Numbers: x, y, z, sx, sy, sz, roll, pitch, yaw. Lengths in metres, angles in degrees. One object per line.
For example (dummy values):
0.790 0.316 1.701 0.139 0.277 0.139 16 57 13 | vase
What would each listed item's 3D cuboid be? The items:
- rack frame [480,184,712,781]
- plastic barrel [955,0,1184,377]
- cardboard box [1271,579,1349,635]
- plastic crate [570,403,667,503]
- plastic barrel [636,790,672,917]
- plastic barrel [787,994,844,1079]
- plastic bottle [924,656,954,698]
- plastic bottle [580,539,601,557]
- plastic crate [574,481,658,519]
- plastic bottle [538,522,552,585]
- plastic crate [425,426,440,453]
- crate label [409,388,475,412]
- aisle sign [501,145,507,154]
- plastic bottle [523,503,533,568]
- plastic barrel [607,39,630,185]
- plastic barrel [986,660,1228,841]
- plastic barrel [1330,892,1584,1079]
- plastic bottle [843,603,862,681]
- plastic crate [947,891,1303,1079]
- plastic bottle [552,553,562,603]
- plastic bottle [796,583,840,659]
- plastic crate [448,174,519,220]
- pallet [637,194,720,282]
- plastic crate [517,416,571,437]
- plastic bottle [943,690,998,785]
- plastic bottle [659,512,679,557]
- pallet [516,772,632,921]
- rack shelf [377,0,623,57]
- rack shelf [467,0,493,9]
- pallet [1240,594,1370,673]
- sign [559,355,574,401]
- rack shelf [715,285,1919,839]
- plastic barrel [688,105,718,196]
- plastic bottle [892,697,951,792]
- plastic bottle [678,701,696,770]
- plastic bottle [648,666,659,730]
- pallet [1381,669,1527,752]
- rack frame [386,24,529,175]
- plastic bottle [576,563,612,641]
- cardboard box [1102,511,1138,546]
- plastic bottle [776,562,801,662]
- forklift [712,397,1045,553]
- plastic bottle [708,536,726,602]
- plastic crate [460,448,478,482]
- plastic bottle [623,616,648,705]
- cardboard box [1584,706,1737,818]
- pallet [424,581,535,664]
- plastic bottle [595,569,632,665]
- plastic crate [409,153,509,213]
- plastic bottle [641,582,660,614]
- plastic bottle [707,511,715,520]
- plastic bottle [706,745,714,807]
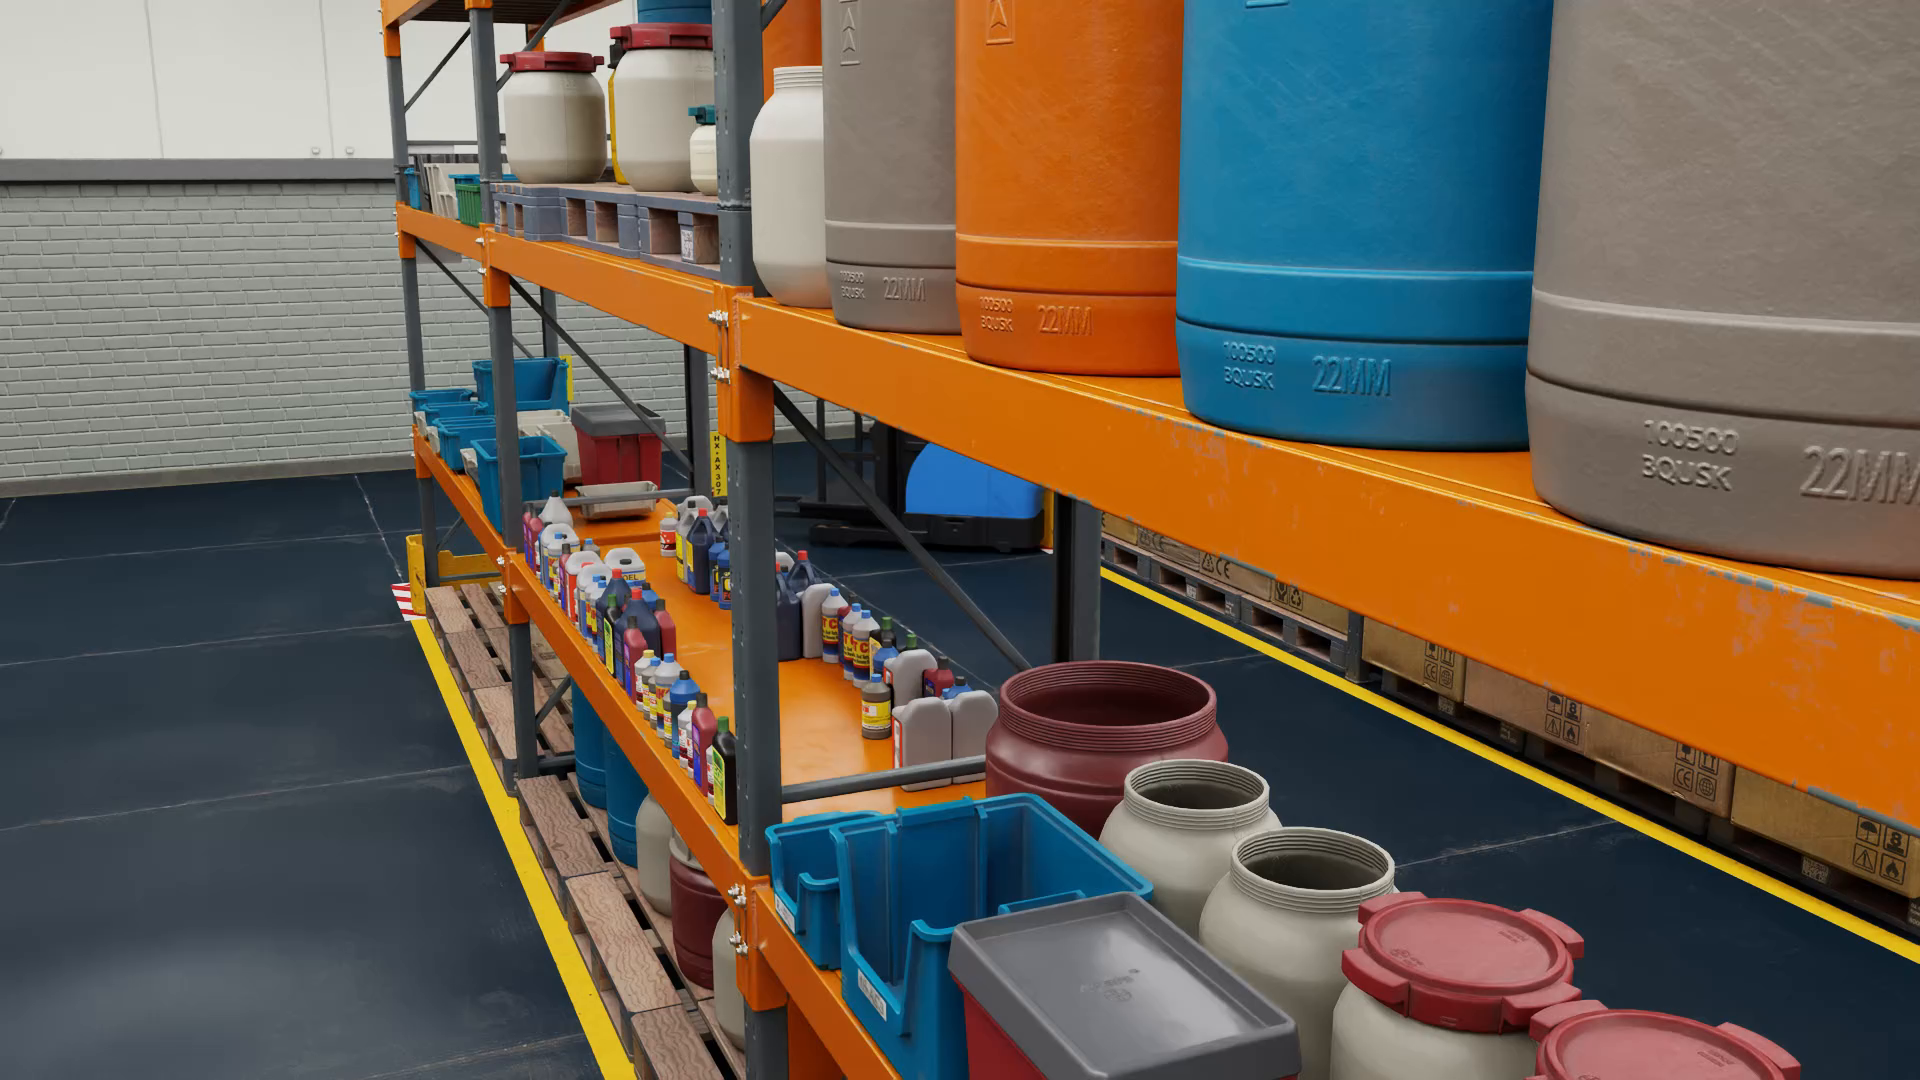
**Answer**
-1.702 -0.192 8.046 1.000 3.000 0.127 -6 14 -23 | rack frame
0.292 -0.712 2.687 0.600 0.830 0.708 -6 14 -23 | plastic barrel
2.645 0.048 10.791 0.875 0.875 0.875 -6 14 -23 | cardboard box
-1.830 -0.459 8.927 0.402 0.464 0.583 -6 14 -23 | plastic crate
-1.072 1.201 6.616 0.421 0.512 0.421 0 13 0 | plastic barrel
-0.312 1.388 5.103 0.600 0.830 0.708 -6 14 -23 | plastic barrel
-0.067 0.501 5.312 0.061 0.283 0.133 -6 14 -23 | plastic bottle
-1.613 0.096 7.245 0.097 0.201 0.097 0 13 0 | plastic bottle
-1.758 -0.202 8.540 0.396 0.136 0.243 -6 14 -23 | plastic crate
-1.791 0.055 7.265 0.097 0.271 0.097 0 13 0 | plastic bottle
-3.183 -0.624 10.366 0.250 0.136 0.298 -6 14 -23 | plastic crate
-3.507 -0.885 11.280 0.416 0.233 0.303 -6 14 -23 | crate label
-3.065 -2.326 11.502 0.394 0.787 0.004 -6 14 -23 | aisle sign
-1.946 -0.021 7.565 0.061 0.283 0.133 -6 14 -23 | plastic bottle
-1.151 -1.779 6.903 0.600 0.588 0.600 0 13 0 | plastic barrel
0.363 0.637 4.164 0.600 0.536 0.708 -6 14 -23 | plastic barrel
0.853 0.936 2.870 0.433 0.535 0.433 0 13 0 | plastic barrel
-0.369 0.361 5.941 0.097 0.271 0.097 0 13 0 | plastic bottle
0.267 0.965 2.906 0.402 0.464 0.583 -6 14 -23 | plastic crate
-1.659 0.157 6.979 0.097 0.201 0.097 0 13 0 | plastic bottle
-0.533 0.290 6.240 0.152 0.276 0.135 -6 14 -23 | plastic bottle
-2.360 -1.731 8.415 0.416 0.233 0.300 -6 14 -23 | plastic crate
-0.317 -0.902 4.879 1.003 0.211 1.213 -6 14 -23 | pallet
-2.709 -0.706 10.718 0.396 0.136 0.243 -6 14 -23 | plastic crate
0.023 0.577 5.002 0.152 0.276 0.135 -6 14 -23 | plastic bottle
-1.355 -0.028 7.777 0.097 0.201 0.097 0 13 0 | plastic bottle
-1.431 1.330 7.655 1.003 0.211 1.213 -6 14 -23 | pallet
-2.504 -2.982 9.281 1.077 0.370 4.000 -6 14 -23 | rack shelf
-0.901 -2.156 5.710 1.077 0.370 4.000 -6 14 -23 | rack shelf
2.603 0.555 11.003 1.003 0.211 1.213 -6 14 -23 | pallet
-2.807 -1.151 11.827 0.100 0.325 0.005 -6 14 -23 | sign
0.701 -0.063 2.433 1.077 0.370 4.000 -6 14 -23 | rack shelf
-0.664 -1.172 5.005 0.301 0.262 0.301 0 13 0 | plastic barrel
-0.117 0.590 4.942 0.152 0.276 0.135 -6 14 -23 | plastic bottle
-0.814 0.593 5.095 0.097 0.201 0.097 0 13 0 | plastic bottle
-0.970 0.513 5.443 0.097 0.201 0.097 0 13 0 | plastic bottle
3.214 0.872 9.634 1.003 0.211 1.213 -6 14 -23 | pallet
-3.305 -3.941 10.940 1.000 3.000 0.127 -6 14 -23 | rack frame
-1.402 0.238 6.464 0.152 0.276 0.135 -6 14 -23 | plastic bottle
1.563 -0.510 13.202 0.875 0.875 0.875 -6 14 -23 | cardboard box
-0.679 0.262 6.196 0.144 0.351 0.185 -6 14 -23 | plastic bottle
-0.749 -1.485 13.786 3.031 2.935 1.130 3 13 14 | forklift
-1.007 0.118 6.993 0.097 0.271 0.097 0 13 0 | plastic bottle
-2.675 -0.425 9.506 0.293 0.136 0.466 -6 14 -23 | plastic crate
-1.111 0.410 5.703 0.061 0.283 0.133 -6 14 -23 | plastic bottle
3.831 0.689 8.023 1.225 0.875 0.875 -6 14 -23 | cardboard box
-3.010 0.514 11.180 1.003 0.211 1.213 -6 14 -23 | pallet
-1.264 0.275 6.138 0.144 0.351 0.185 -6 14 -23 | plastic bottle
-2.945 -2.109 9.814 0.504 0.338 0.767 -6 14 -23 | plastic crate
-1.171 0.294 6.233 0.097 0.271 0.097 0 13 0 | plastic bottle
-1.102 -0.004 7.508 0.152 0.276 0.135 -6 14 -23 | plastic bottle
-0.682 0.661 4.802 0.097 0.201 0.097 0 13 0 | plastic bottle
